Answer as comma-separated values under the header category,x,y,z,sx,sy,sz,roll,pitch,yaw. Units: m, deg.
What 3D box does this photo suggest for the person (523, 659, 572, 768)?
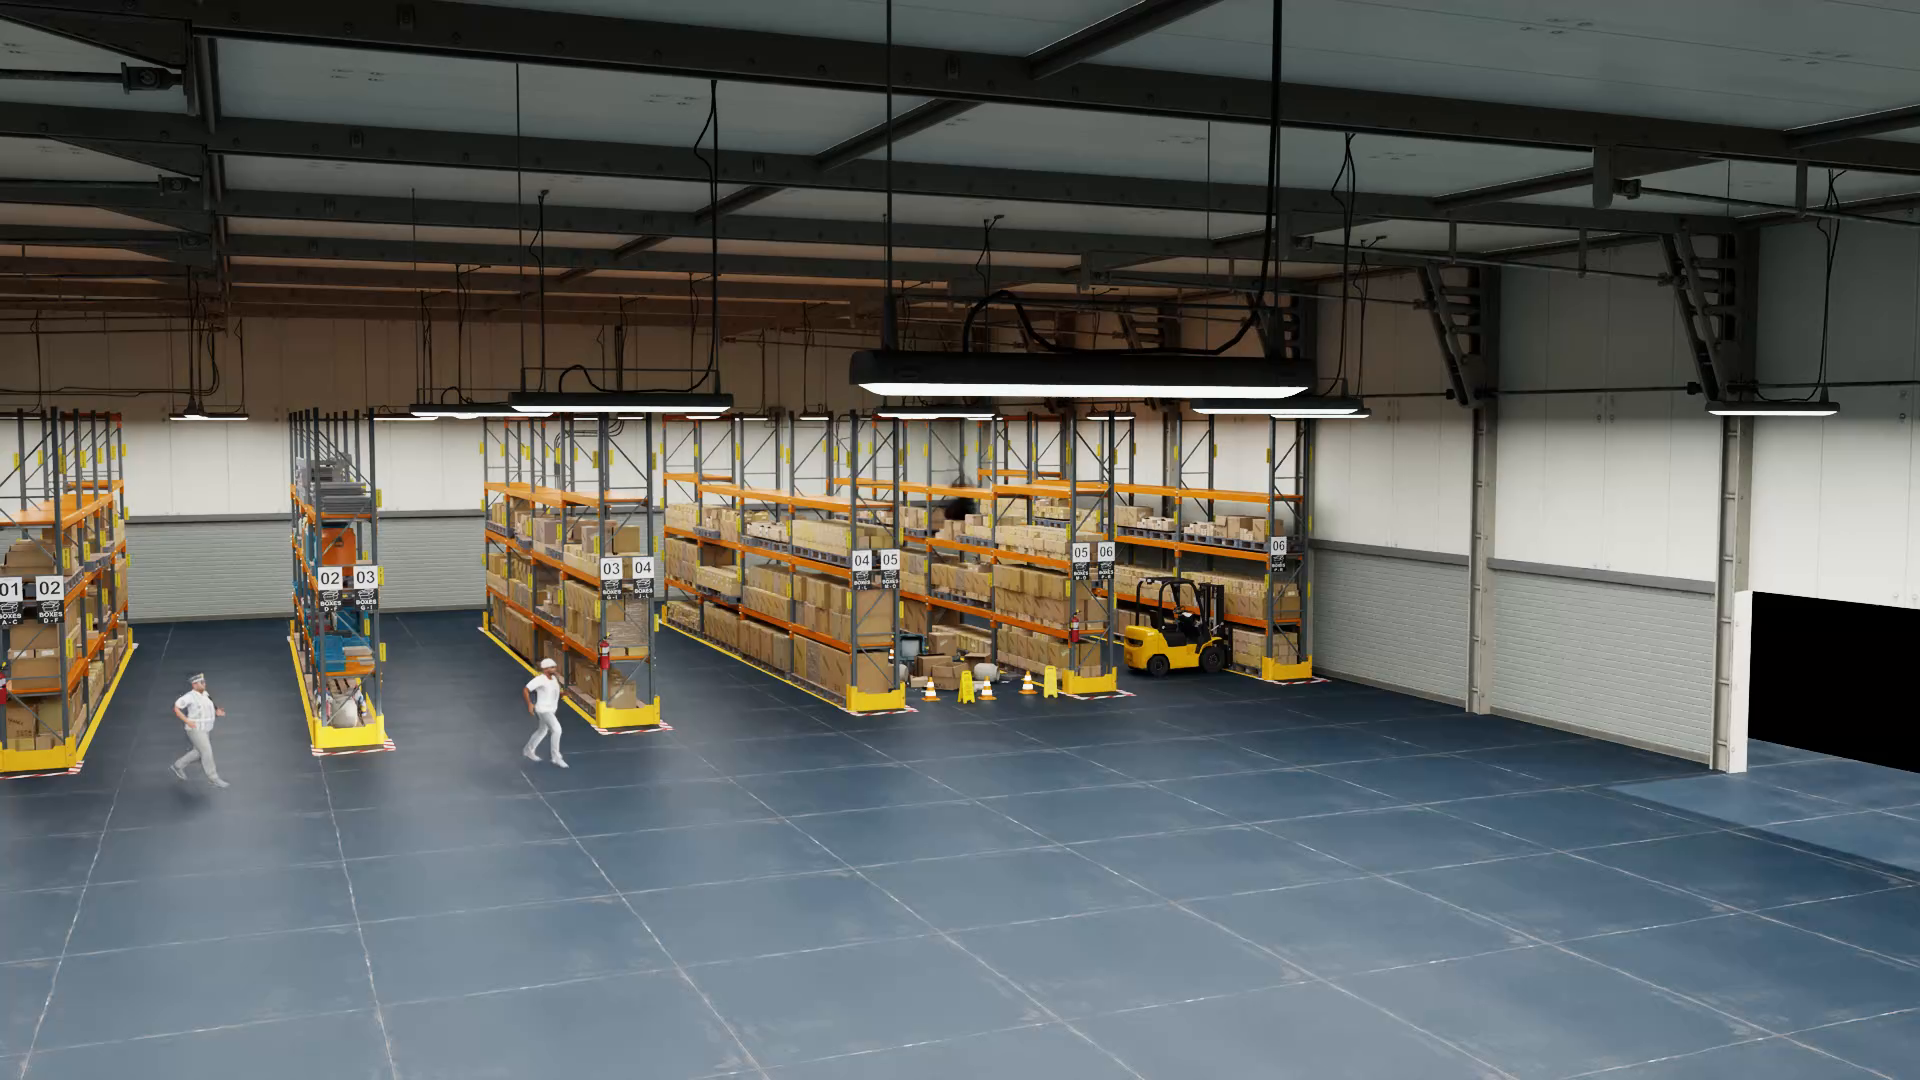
category,x,y,z,sx,sy,sz,roll,pitch,yaw
person,-6.918,2.885,27.787,0.875,1.820,0.676,1,4,7

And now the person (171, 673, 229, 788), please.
category,x,y,z,sx,sy,sz,roll,pitch,yaw
person,-12.019,2.998,26.239,0.975,1.793,0.662,0,4,2
